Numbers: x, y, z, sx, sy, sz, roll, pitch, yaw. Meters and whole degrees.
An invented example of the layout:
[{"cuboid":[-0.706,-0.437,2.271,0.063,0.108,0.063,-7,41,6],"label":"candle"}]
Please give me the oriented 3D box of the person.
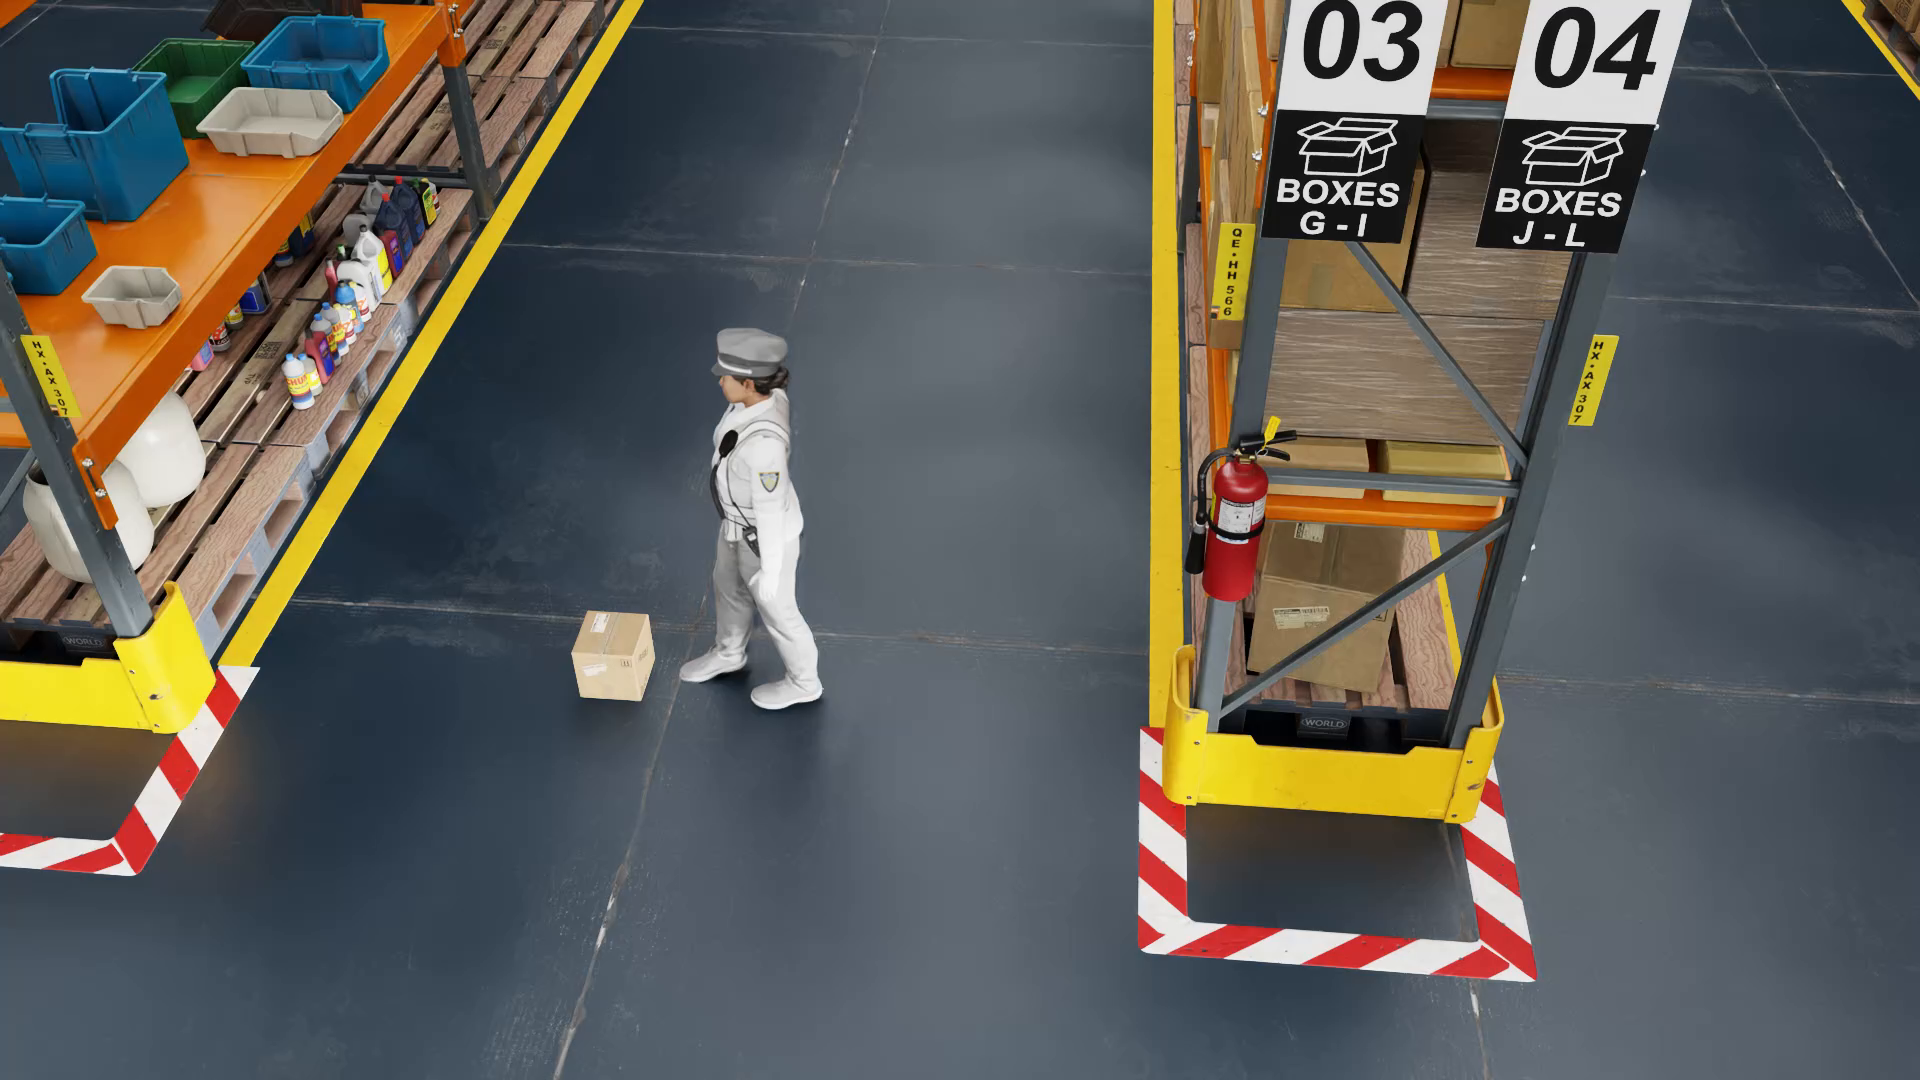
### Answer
[{"cuboid":[-0.843,-0.007,6.160,0.564,1.692,0.513,-5,41,-6],"label":"person"}]
